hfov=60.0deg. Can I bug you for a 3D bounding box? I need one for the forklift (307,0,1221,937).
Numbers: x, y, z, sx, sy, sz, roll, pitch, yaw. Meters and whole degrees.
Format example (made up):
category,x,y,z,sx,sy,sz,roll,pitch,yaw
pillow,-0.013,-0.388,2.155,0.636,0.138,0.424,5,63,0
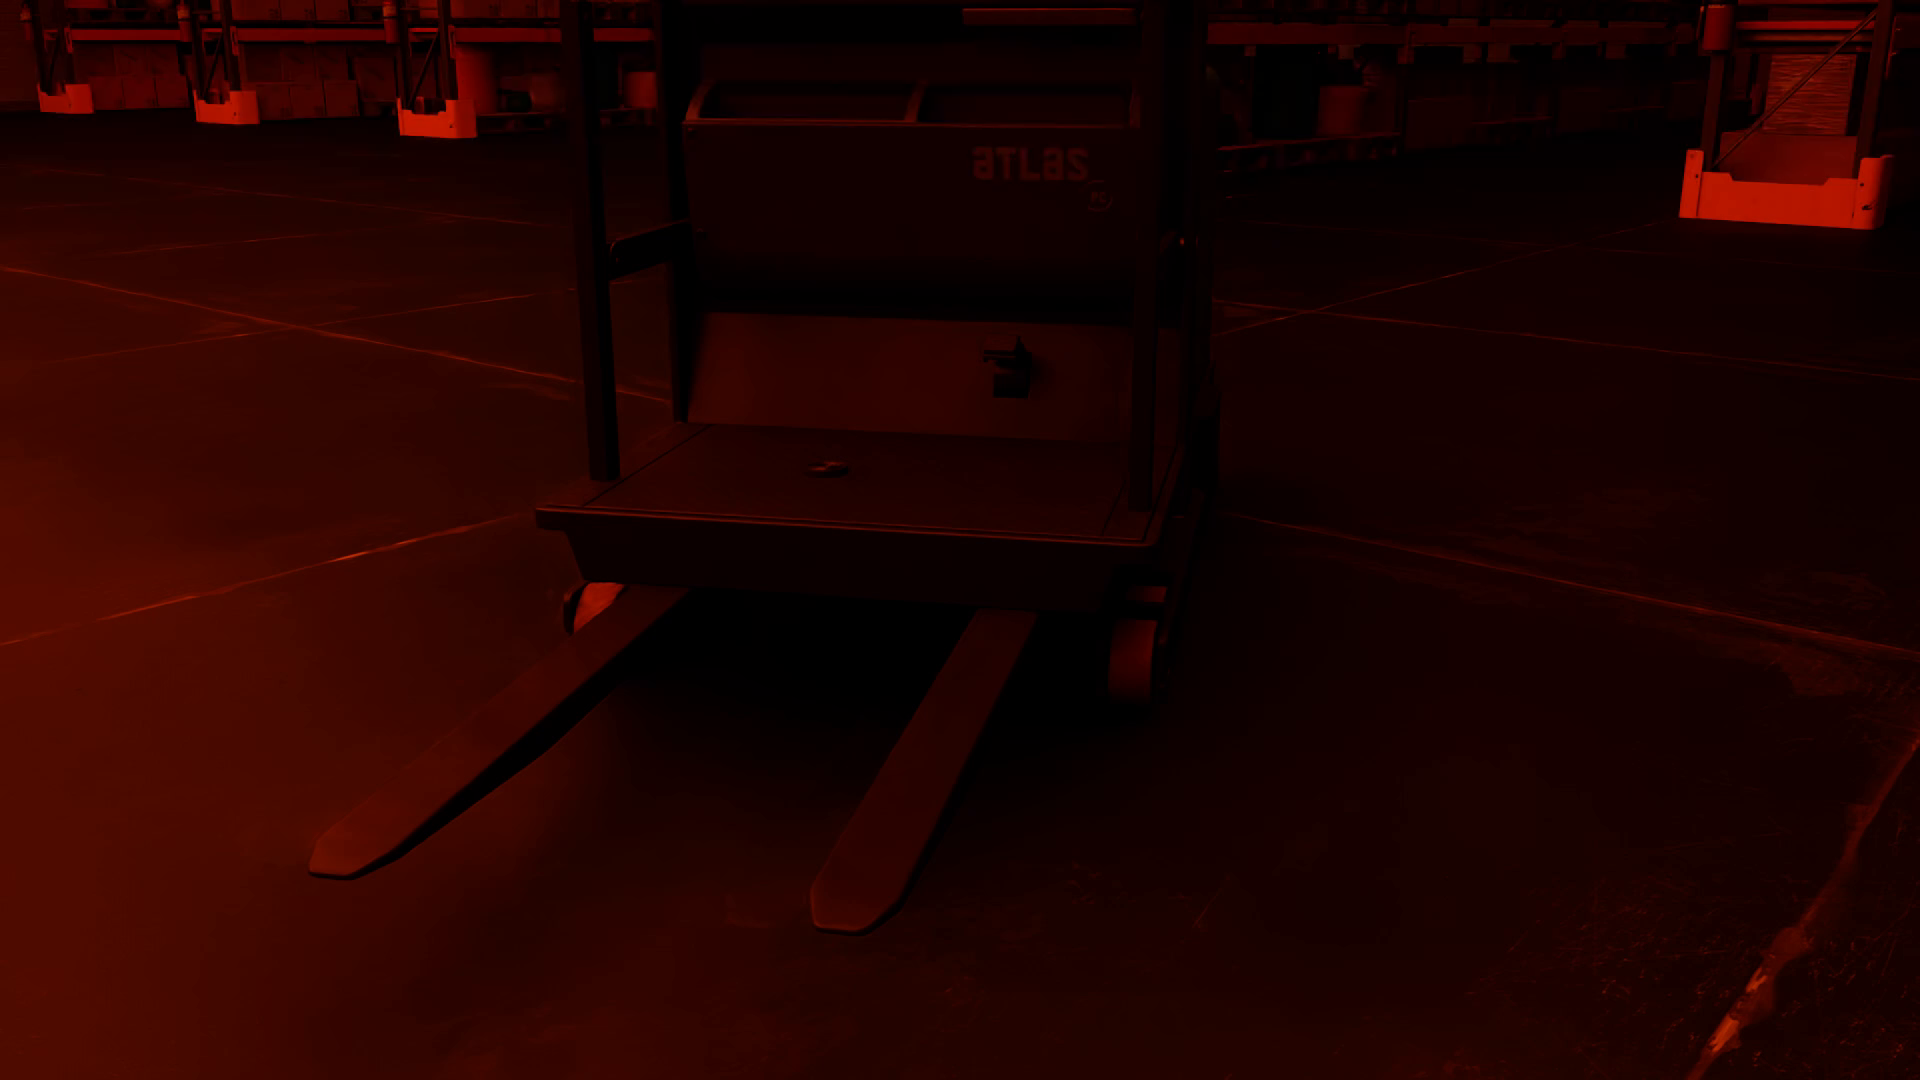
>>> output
category,x,y,z,sx,sy,sz,roll,pitch,yaw
forklift,-0.119,-1.218,2.908,1.130,2.935,3.031,3,17,11
